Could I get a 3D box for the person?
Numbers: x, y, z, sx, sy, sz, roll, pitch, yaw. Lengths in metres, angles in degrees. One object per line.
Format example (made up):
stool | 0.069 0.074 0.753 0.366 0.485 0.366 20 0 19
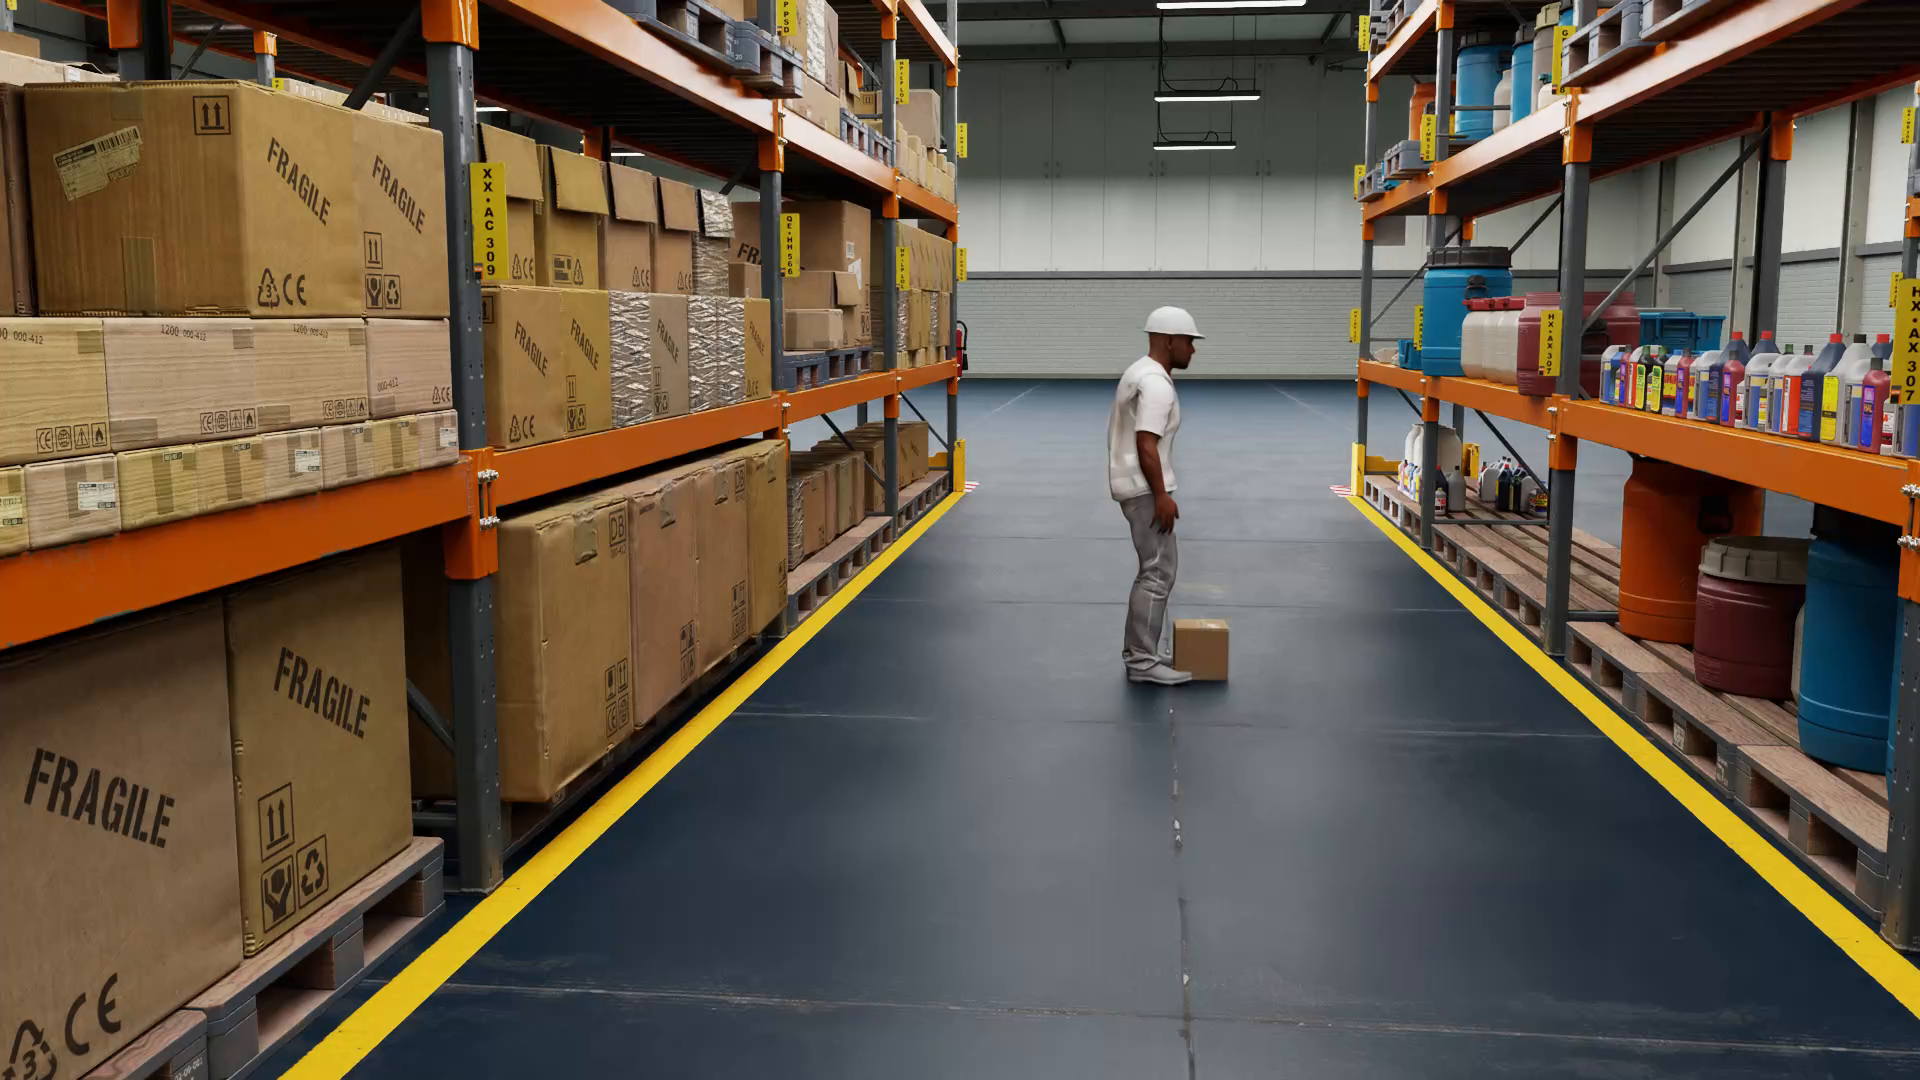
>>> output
person | 0.927 -0.223 7.908 0.457 1.760 0.615 1 8 4
